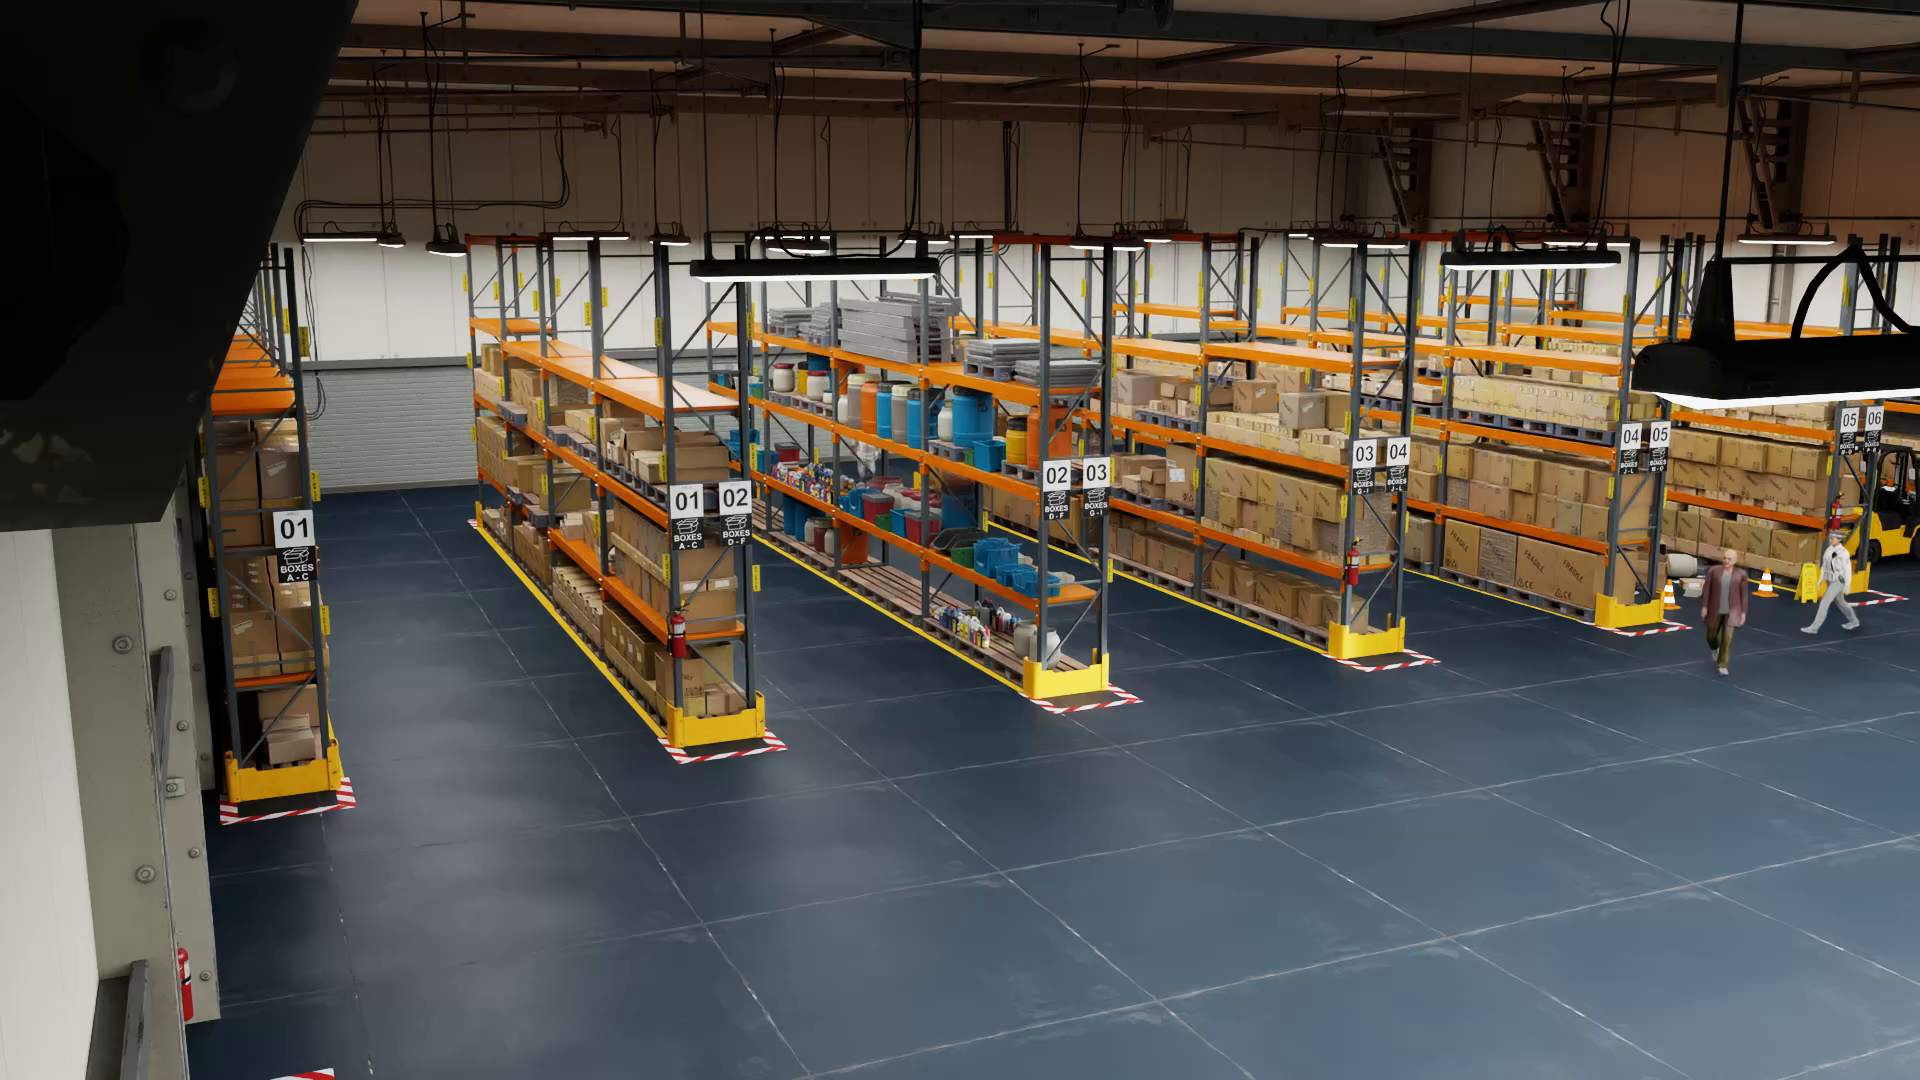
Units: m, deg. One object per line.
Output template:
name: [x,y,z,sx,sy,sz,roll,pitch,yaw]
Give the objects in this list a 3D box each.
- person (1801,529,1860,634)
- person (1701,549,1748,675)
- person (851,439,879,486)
person: [13.446,0.628,25.562,1.042,1.620,0.491,-1,11,-6]
person: [10.764,0.972,23.421,0.615,1.743,0.906,6,12,27]
person: [-2.172,-1.893,38.507,0.715,1.675,0.685,-3,11,-15]
